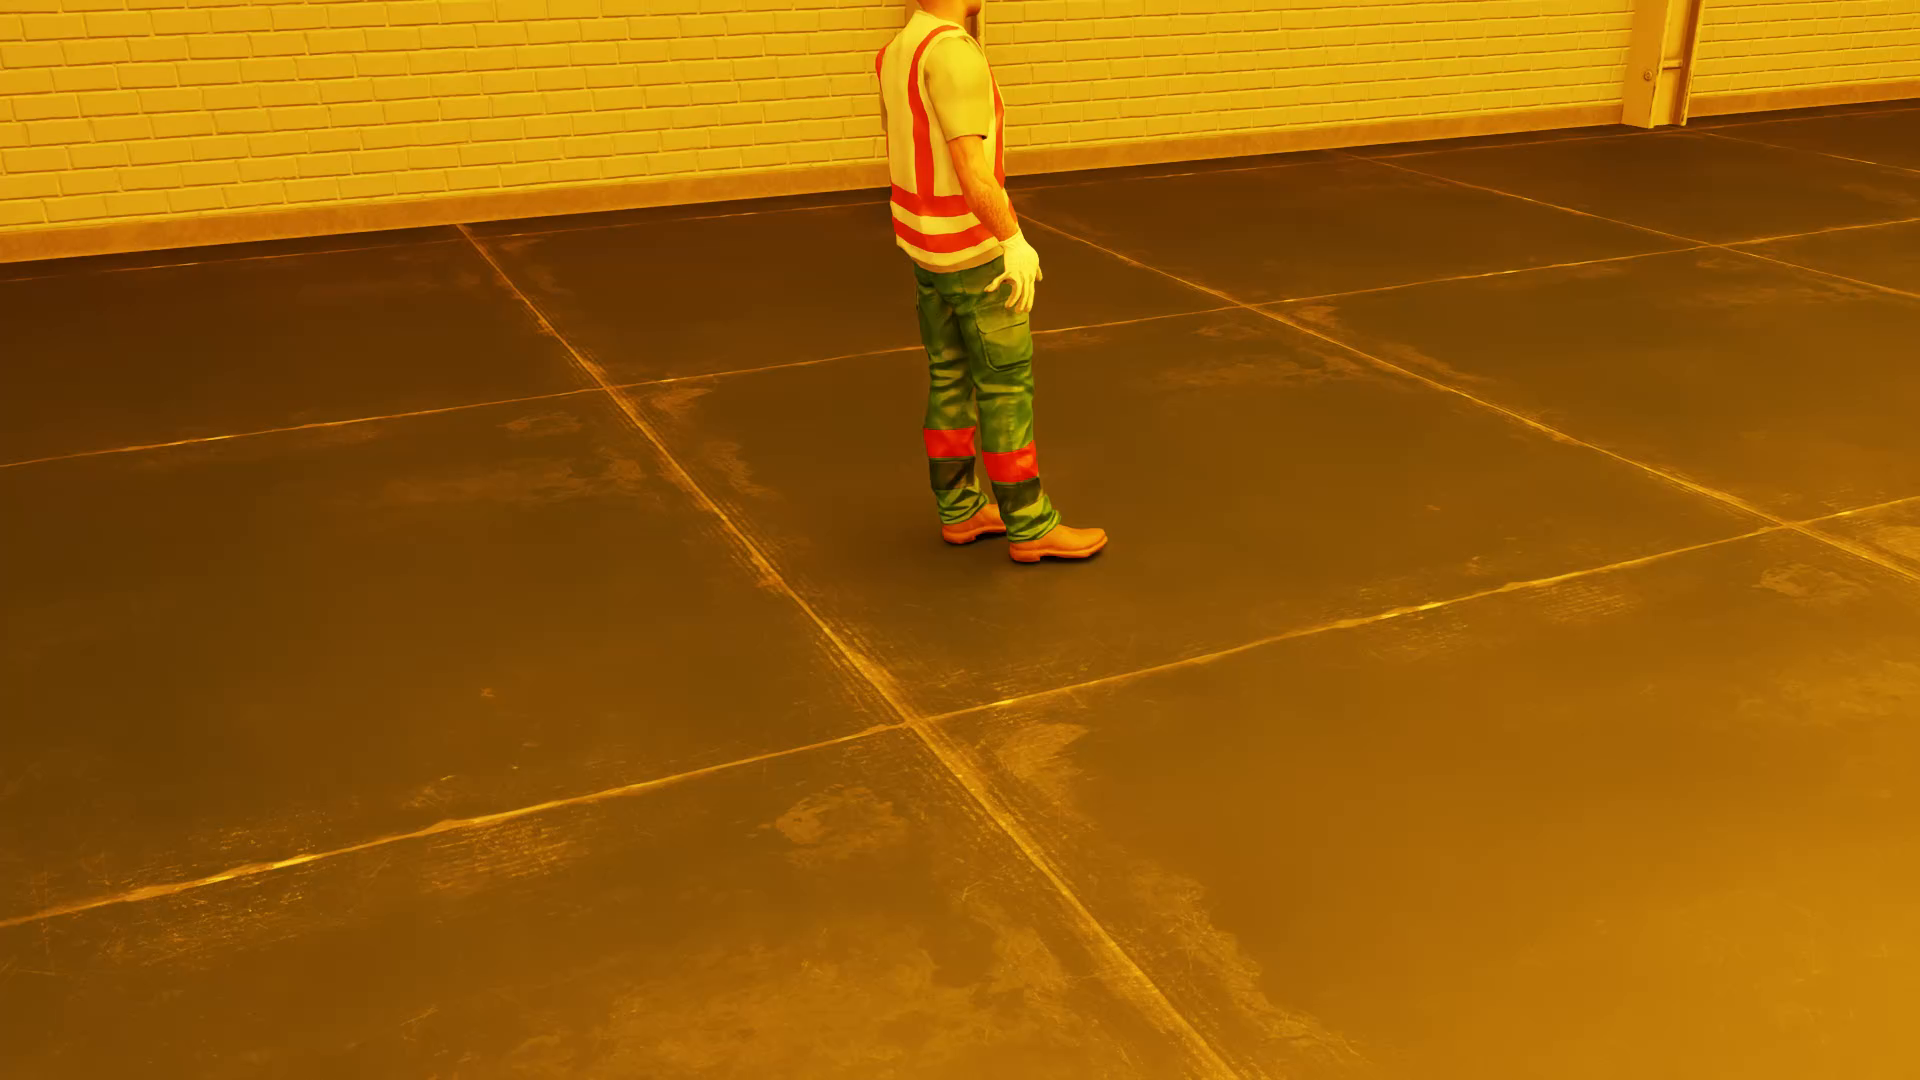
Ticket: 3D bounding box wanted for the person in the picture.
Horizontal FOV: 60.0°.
[{"bbox_3d":[0.078,-0.842,4.781,0.564,1.787,0.637,-10,25,-23],"label":"person"}]
